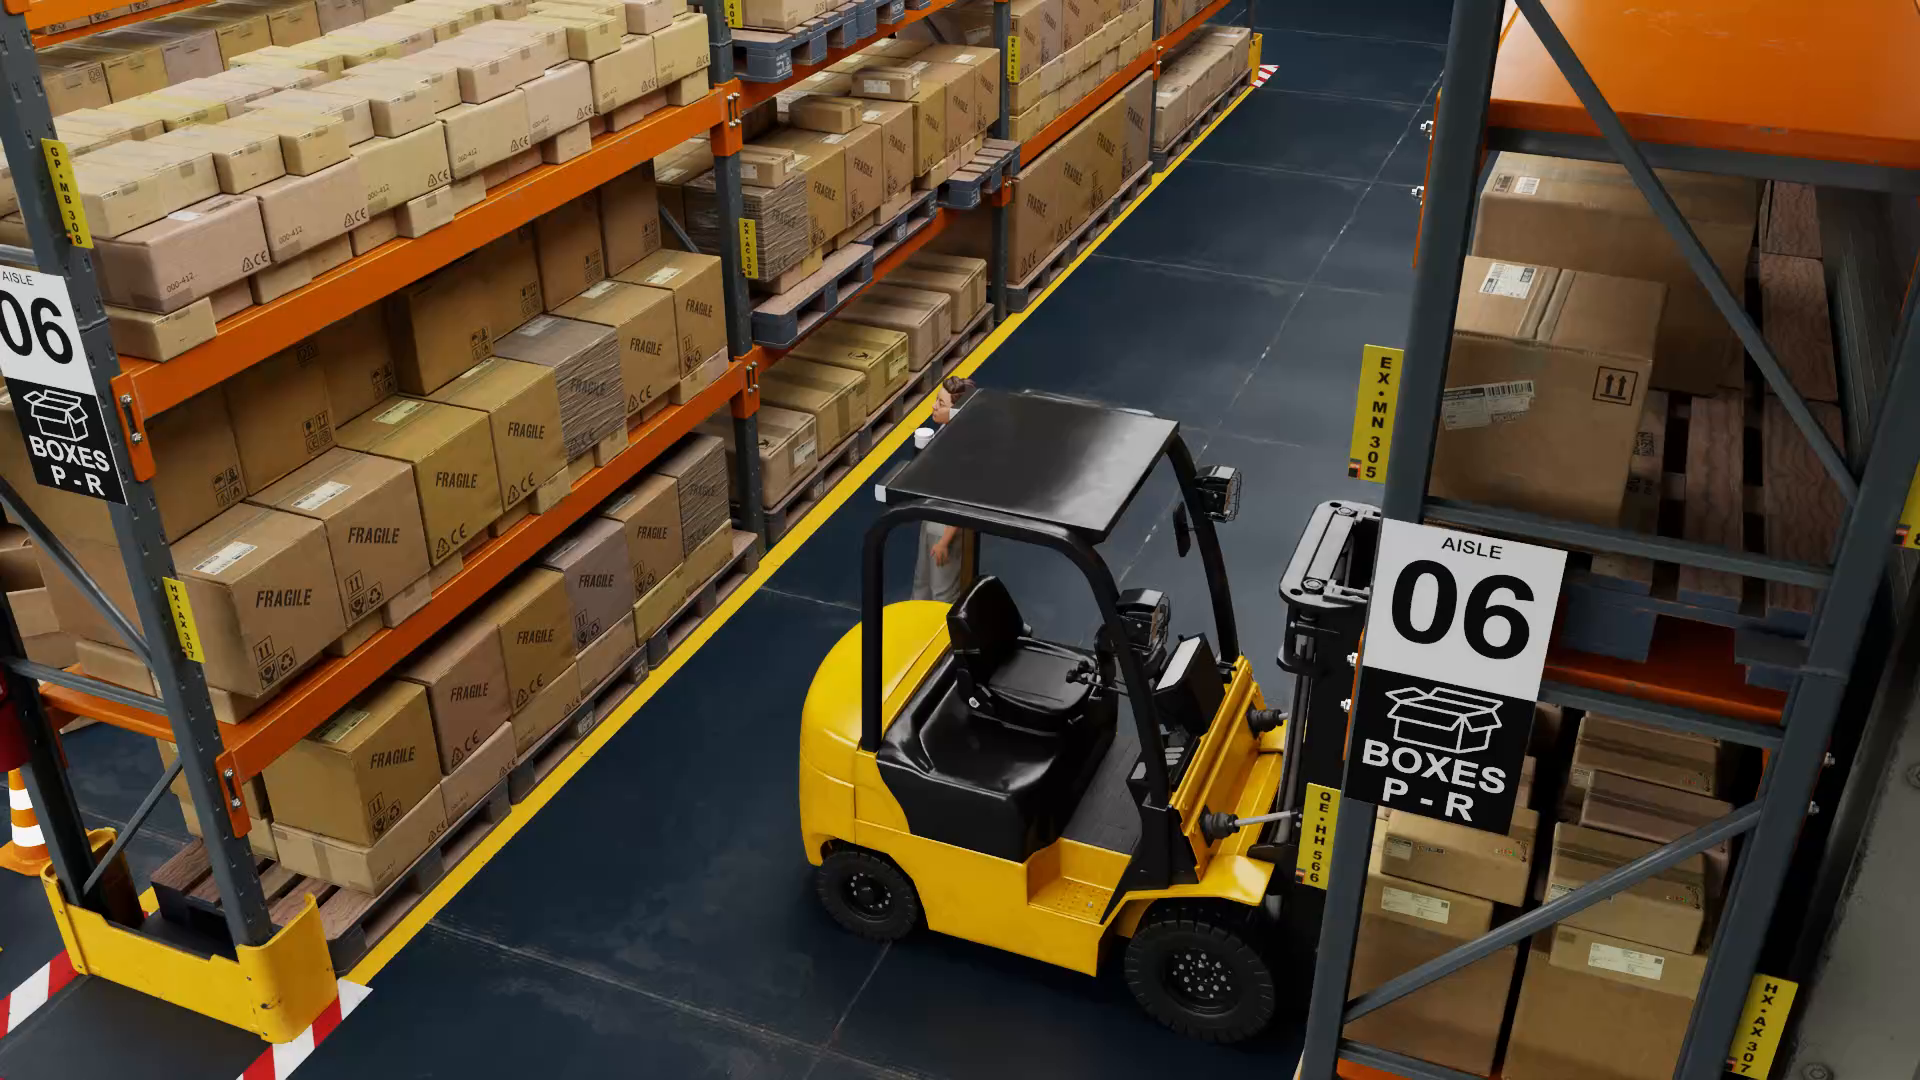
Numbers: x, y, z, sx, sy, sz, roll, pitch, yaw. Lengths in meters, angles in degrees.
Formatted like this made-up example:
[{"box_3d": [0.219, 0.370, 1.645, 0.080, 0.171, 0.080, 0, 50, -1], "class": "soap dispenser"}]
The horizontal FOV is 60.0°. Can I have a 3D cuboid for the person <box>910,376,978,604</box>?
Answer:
[{"box_3d": [-0.138, -0.080, 8.516, 0.548, 1.673, 0.550, -3, 30, -6], "class": "person"}]
